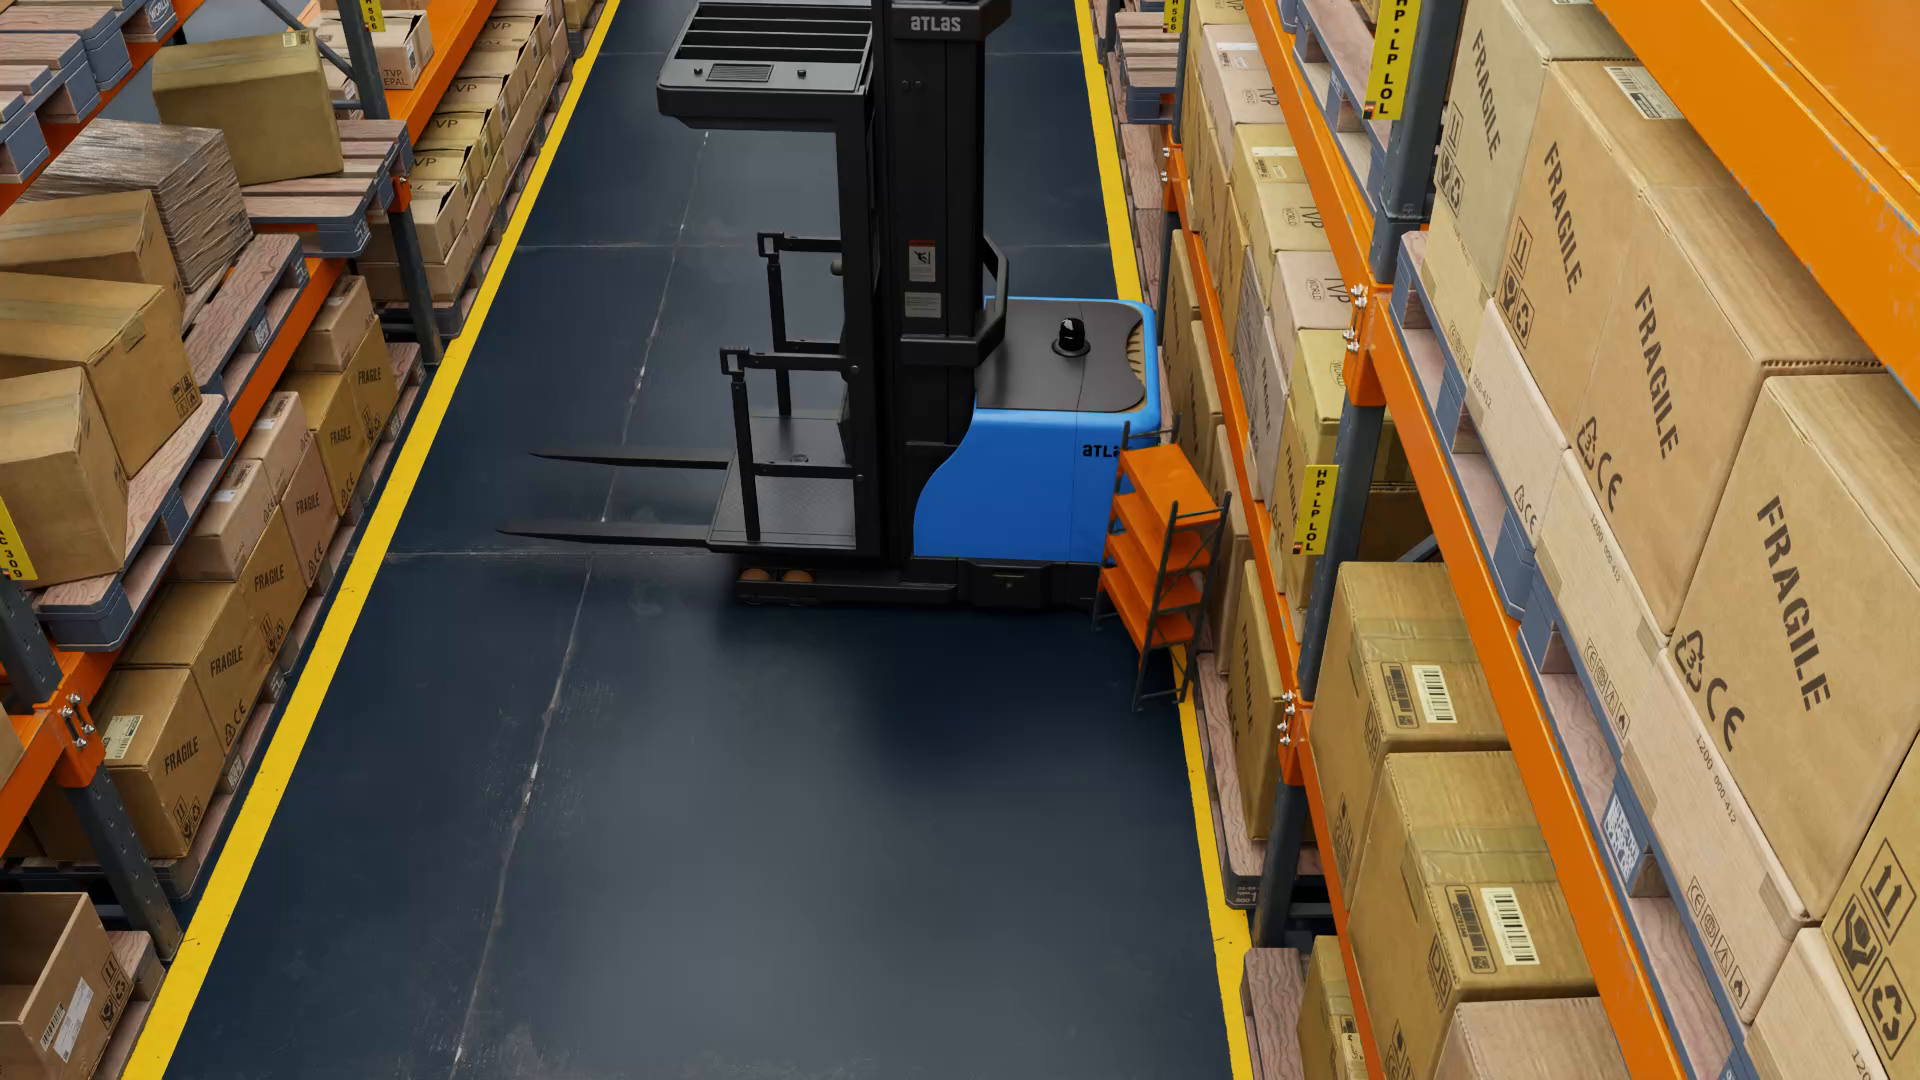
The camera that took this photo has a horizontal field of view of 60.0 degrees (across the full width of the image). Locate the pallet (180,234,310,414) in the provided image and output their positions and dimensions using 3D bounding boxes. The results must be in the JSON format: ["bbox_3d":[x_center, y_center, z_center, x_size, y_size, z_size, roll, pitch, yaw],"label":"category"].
[{"bbox_3d":[-3.372,-0.875,6.842,1.003,0.211,1.213,0,39,0],"label":"pallet"}]

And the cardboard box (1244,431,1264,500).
[{"bbox_3d":[1.258,-0.277,6.127,0.380,0.149,0.250,0,39,0],"label":"cardboard box"}]

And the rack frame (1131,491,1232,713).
[{"bbox_3d":[0.880,0.275,6.688,0.240,1.200,0.015,-10,45,-15],"label":"rack frame"}]

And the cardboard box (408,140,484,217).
[{"bbox_3d":[-3.095,-2.132,9.672,0.500,0.311,0.500,-1,39,-1],"label":"cardboard box"}]

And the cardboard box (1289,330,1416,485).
[{"bbox_3d":[1.323,-0.418,5.185,0.500,0.250,0.500,1,39,1],"label":"cardboard box"}]

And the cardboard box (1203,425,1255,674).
[{"bbox_3d":[1.445,0.042,6.927,0.750,0.750,0.750,1,39,1],"label":"cardboard box"}]

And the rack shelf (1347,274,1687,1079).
[{"bbox_3d":[1.582,0.690,2.912,1.077,0.370,4.000,0,39,0],"label":"rack shelf"}]

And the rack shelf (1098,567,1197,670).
[{"bbox_3d":[0.790,0.306,7.036,0.258,0.148,0.480,-10,45,-15],"label":"rack shelf"}]

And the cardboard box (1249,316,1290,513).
[{"bbox_3d":[1.316,-0.441,5.813,0.500,0.500,0.500,0,39,0],"label":"cardboard box"}]

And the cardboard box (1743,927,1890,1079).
[{"bbox_3d":[1.316,0.733,1.988,0.500,0.250,0.500,-1,39,-2],"label":"cardboard box"}]

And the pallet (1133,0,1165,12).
[{"bbox_3d":[1.532,-3.335,9.912,1.003,0.211,1.213,0,39,0],"label":"pallet"}]

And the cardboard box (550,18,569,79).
[{"bbox_3d":[-3.093,-3.499,11.826,0.500,0.250,0.500,0,39,0],"label":"cardboard box"}]

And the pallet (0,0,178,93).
[{"bbox_3d":[-3.309,-1.818,5.617,1.213,0.211,1.003,0,39,0],"label":"pallet"}]

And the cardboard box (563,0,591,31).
[{"bbox_3d":[-3.081,-4.049,12.512,0.500,0.250,0.500,0,39,0],"label":"cardboard box"}]

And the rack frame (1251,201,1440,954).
[{"bbox_3d":[1.580,0.329,5.186,1.000,3.000,0.127,0,39,0],"label":"rack frame"}]

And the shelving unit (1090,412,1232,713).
[{"bbox_3d":[0.806,0.112,6.854,0.258,1.200,0.503,-10,45,-15],"label":"shelving unit"}]

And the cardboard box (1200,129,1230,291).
[{"bbox_3d":[1.310,-1.393,7.001,0.500,0.500,0.500,0,39,0],"label":"cardboard box"}]

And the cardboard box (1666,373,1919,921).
[{"bbox_3d":[1.312,0.127,2.145,0.500,0.500,0.500,-2,39,-2],"label":"cardboard box"}]

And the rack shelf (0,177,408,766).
[{"bbox_3d":[-3.376,-0.635,6.964,1.077,0.370,4.000,0,39,0],"label":"rack shelf"}]

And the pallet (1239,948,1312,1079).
[{"bbox_3d":[1.502,1.893,5.464,1.003,0.211,1.213,0,39,0],"label":"pallet"}]

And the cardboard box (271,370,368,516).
[{"bbox_3d":[-3.143,-0.454,7.810,0.500,0.500,0.500,-1,39,-2],"label":"cardboard box"}]

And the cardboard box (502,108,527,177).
[{"bbox_3d":[-3.094,-2.545,10.635,0.500,0.250,0.500,1,39,1],"label":"cardboard box"}]

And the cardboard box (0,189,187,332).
[{"bbox_3d":[-3.438,-0.972,6.394,0.700,0.500,0.500,-9,40,-11],"label":"cardboard box"}]

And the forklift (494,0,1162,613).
[{"bbox_3d":[-0.627,-1.168,7.109,3.031,2.935,1.130,2,39,3],"label":"forklift"}]

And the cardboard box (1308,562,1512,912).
[{"bbox_3d":[1.564,0.552,4.669,0.980,0.700,0.700,1,39,1],"label":"cardboard box"}]

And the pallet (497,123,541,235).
[{"bbox_3d":[-3.339,-2.354,10.764,1.003,0.211,1.213,0,39,0],"label":"pallet"}]

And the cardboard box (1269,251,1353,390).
[{"bbox_3d":[1.332,-0.738,5.584,0.500,0.250,0.500,1,39,1],"label":"cardboard box"}]

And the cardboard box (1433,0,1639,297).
[{"bbox_3d":[1.300,-0.832,3.341,0.500,0.500,0.500,0,39,0],"label":"cardboard box"}]

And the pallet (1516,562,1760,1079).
[{"bbox_3d":[1.569,0.466,2.687,1.003,0.211,1.213,0,39,0],"label":"pallet"}]

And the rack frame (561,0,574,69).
[{"bbox_3d":[-3.383,-4.667,11.421,1.000,3.000,0.127,0,39,0],"label":"rack frame"}]

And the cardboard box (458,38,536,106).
[{"bbox_3d":[-3.091,-3.087,10.863,0.500,0.311,0.500,0,39,0],"label":"cardboard box"}]

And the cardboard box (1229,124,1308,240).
[{"bbox_3d":[1.330,-1.375,6.380,0.500,0.250,0.500,-1,39,-1],"label":"cardboard box"}]

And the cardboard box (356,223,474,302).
[{"bbox_3d":[-3.086,-1.585,9.437,0.500,0.250,0.500,0,39,0],"label":"cardboard box"}]

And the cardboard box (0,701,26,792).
[{"bbox_3d":[-3.117,0.609,4.757,0.500,0.500,0.500,1,39,1],"label":"cardboard box"}]

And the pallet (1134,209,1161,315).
[{"bbox_3d":[1.576,-1.572,9.789,1.003,0.211,1.213,0,39,0],"label":"pallet"}]

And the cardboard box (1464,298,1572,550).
[{"bbox_3d":[1.303,-0.234,3.195,0.500,0.250,0.500,-1,39,-1],"label":"cardboard box"}]

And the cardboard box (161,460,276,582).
[{"bbox_3d":[-3.132,-0.082,6.746,0.500,0.250,0.500,0,39,0],"label":"cardboard box"}]

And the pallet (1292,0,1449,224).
[{"bbox_3d":[1.529,-1.340,5.023,0.805,0.209,1.217,-1,39,-2],"label":"pallet"}]

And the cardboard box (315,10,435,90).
[{"bbox_3d":[-3.186,-2.691,9.026,0.500,0.311,0.500,0,39,-1],"label":"cardboard box"}]

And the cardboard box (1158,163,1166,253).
[{"bbox_3d":[1.522,-1.818,9.513,0.700,0.500,0.500,0,39,1],"label":"cardboard box"}]

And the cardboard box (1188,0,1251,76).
[{"bbox_3d":[1.318,-2.325,7.565,0.500,0.250,0.500,1,39,1],"label":"cardboard box"}]

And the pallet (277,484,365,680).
[{"bbox_3d":[-3.417,0.150,7.640,1.003,0.211,1.213,0,39,0],"label":"pallet"}]

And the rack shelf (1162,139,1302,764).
[{"bbox_3d":[1.577,-0.640,6.971,1.077,0.370,4.000,0,39,0],"label":"rack shelf"}]

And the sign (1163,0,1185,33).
[{"bbox_3d":[1.032,-2.587,7.962,0.100,0.325,0.005,0,39,0],"label":"sign"}]

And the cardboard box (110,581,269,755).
[{"bbox_3d":[-3.143,0.503,6.616,0.500,0.500,0.500,0,39,1],"label":"cardboard box"}]
